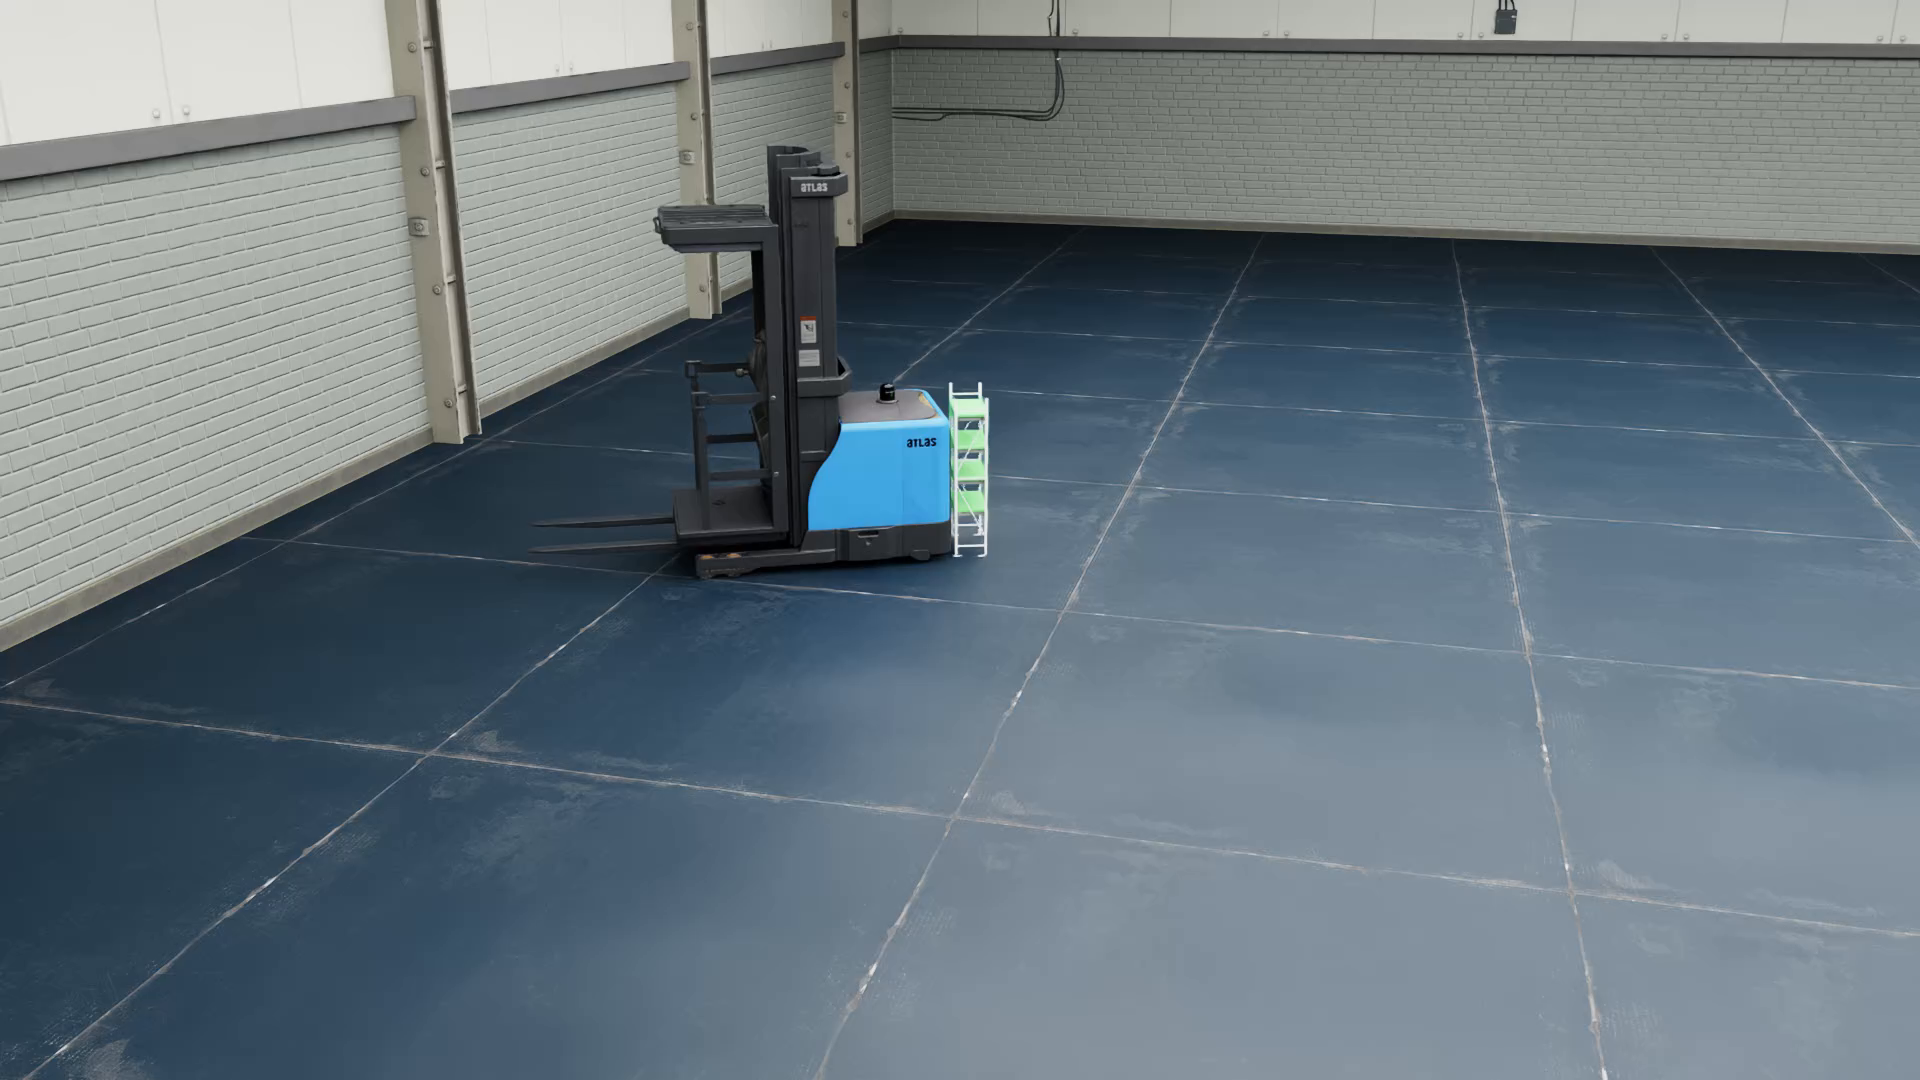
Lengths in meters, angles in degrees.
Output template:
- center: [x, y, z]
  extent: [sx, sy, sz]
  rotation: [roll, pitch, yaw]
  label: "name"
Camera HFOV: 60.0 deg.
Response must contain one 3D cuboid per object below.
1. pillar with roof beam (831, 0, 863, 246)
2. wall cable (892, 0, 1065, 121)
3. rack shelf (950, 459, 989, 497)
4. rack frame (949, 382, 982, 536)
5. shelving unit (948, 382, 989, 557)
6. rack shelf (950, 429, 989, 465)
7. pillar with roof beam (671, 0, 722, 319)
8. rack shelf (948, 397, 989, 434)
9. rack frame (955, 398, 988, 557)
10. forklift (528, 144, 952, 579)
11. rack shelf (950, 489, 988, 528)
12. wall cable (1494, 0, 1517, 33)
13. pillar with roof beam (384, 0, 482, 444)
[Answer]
- center: [2.419, -8.635, 24.046]
  extent: [9.100, 9.000, 0.400]
  rotation: [5, 19, 13]
  label: "pillar with roof beam"
- center: [0.246, -8.324, 27.941]
  extent: [3.097, 2.526, 0.112]
  rotation: [5, 19, 13]
  label: "wall cable"
- center: [0.061, -0.465, 12.391]
  extent: [0.258, 0.148, 0.480]
  rotation: [-2, 19, -5]
  label: "rack shelf"
- center: [0.041, -0.604, 12.601]
  extent: [0.240, 1.200, 0.015]
  rotation: [-2, 19, -5]
  label: "rack frame"
- center: [0.061, -0.526, 12.371]
  extent: [0.258, 1.200, 0.503]
  rotation: [-2, 19, -5]
  label: "shelving unit"
- center: [0.061, -0.693, 12.314]
  extent: [0.258, 0.148, 0.480]
  rotation: [-2, 19, -5]
  label: "rack shelf"
- center: [0.953, -6.754, 18.540]
  extent: [9.100, 9.000, 0.400]
  rotation: [5, 19, 13]
  label: "pillar with roof beam"
- center: [0.061, -0.920, 12.236]
  extent: [0.258, 0.148, 0.480]
  rotation: [-2, 19, -5]
  label: "rack shelf"
- center: [0.081, -0.447, 12.141]
  extent: [0.240, 1.200, 0.015]
  rotation: [-2, 19, -5]
  label: "rack frame"
- center: [-1.631, -1.295, 11.943]
  extent: [3.031, 2.935, 1.130]
  rotation: [-4, 19, -11]
  label: "forklift"
- center: [0.061, -0.238, 12.469]
  extent: [0.258, 0.148, 0.480]
  rotation: [-2, 19, -5]
  label: "rack shelf"
- center: [9.448, -10.649, 24.680]
  extent: [2.305, 6.003, 0.169]
  rotation: [5, 19, 13]
  label: "wall cable"
- center: [-0.513, -4.874, 13.034]
  extent: [9.100, 9.000, 0.400]
  rotation: [5, 19, 13]
  label: "pillar with roof beam"
